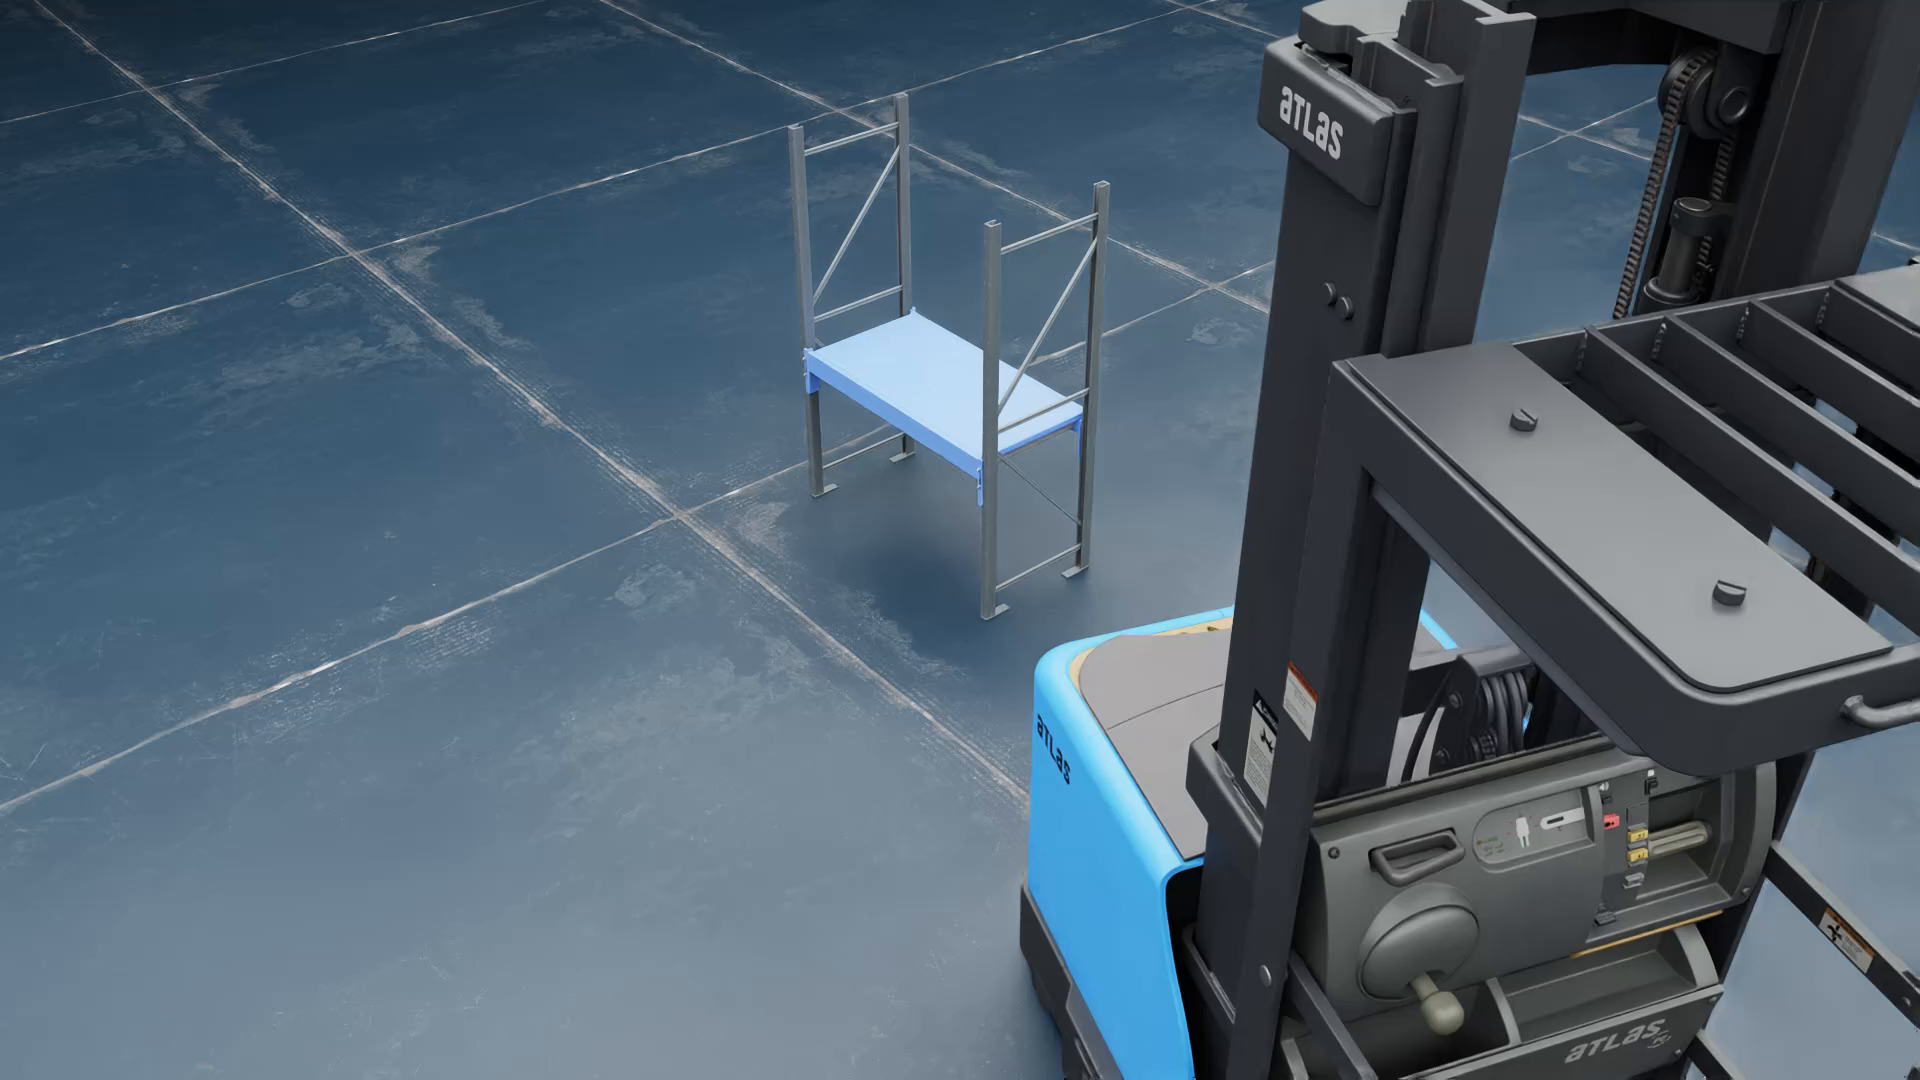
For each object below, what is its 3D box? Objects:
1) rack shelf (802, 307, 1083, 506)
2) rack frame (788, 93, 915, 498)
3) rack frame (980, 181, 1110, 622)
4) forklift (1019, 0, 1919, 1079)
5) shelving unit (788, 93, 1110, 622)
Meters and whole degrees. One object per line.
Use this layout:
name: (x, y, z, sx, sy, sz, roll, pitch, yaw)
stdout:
rack shelf: (-0.055, -0.503, 5.974, 0.538, 0.185, 1.000, -26, 43, -32)
rack frame: (-0.383, -0.874, 6.187, 0.500, 1.500, 0.032, -26, 43, -32)
rack frame: (0.273, -0.425, 5.553, 0.500, 1.500, 0.032, -26, 43, -32)
forklift: (1.123, 0.657, 2.786, 1.130, 2.935, 3.031, -11, 37, -15)
shelving unit: (-0.055, -0.650, 5.870, 0.538, 1.500, 1.048, -26, 43, -32)
